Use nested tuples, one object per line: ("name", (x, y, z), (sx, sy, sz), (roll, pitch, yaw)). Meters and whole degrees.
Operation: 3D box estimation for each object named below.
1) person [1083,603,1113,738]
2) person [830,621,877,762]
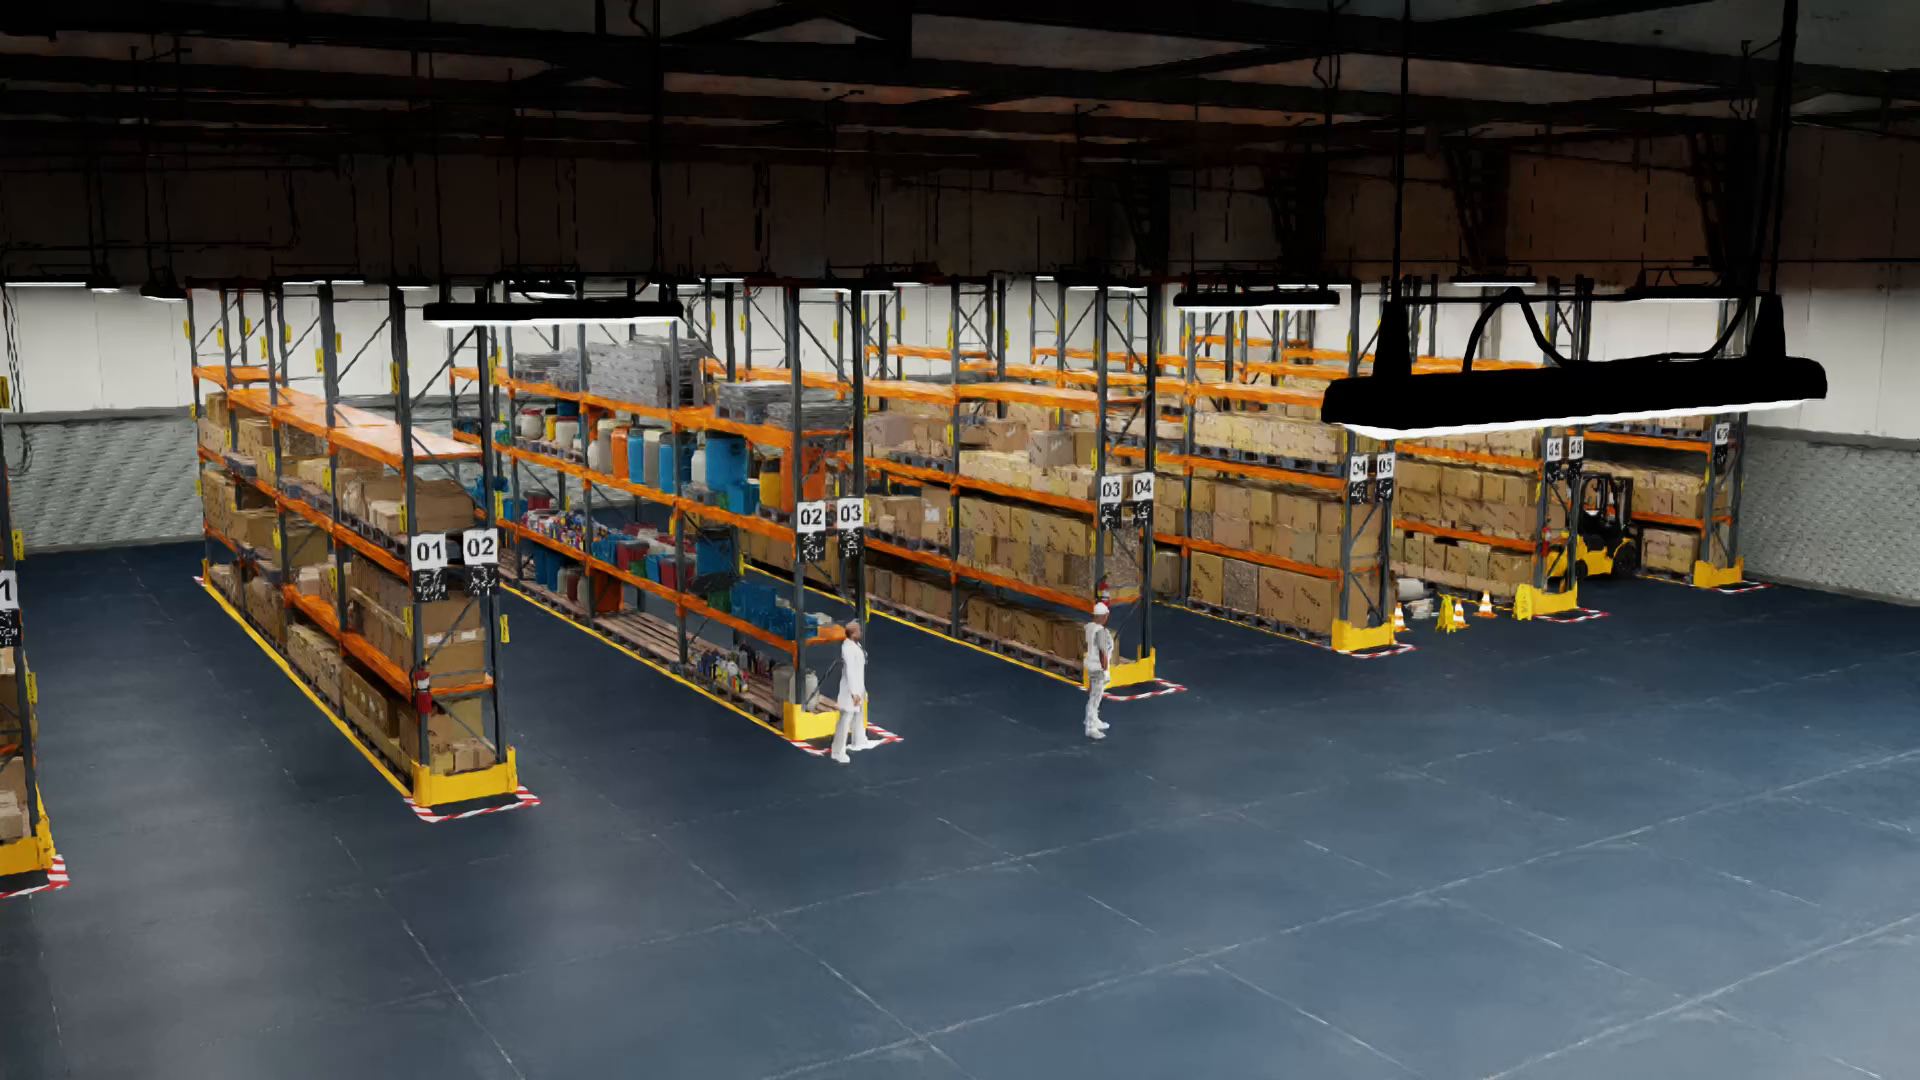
("person", (1.867, 1.718, 22.337), (0.423, 1.785, 0.647), (-2, 10, -10))
("person", (-1.374, 1.898, 21.298), (0.575, 1.771, 0.761), (0, 10, 0))
